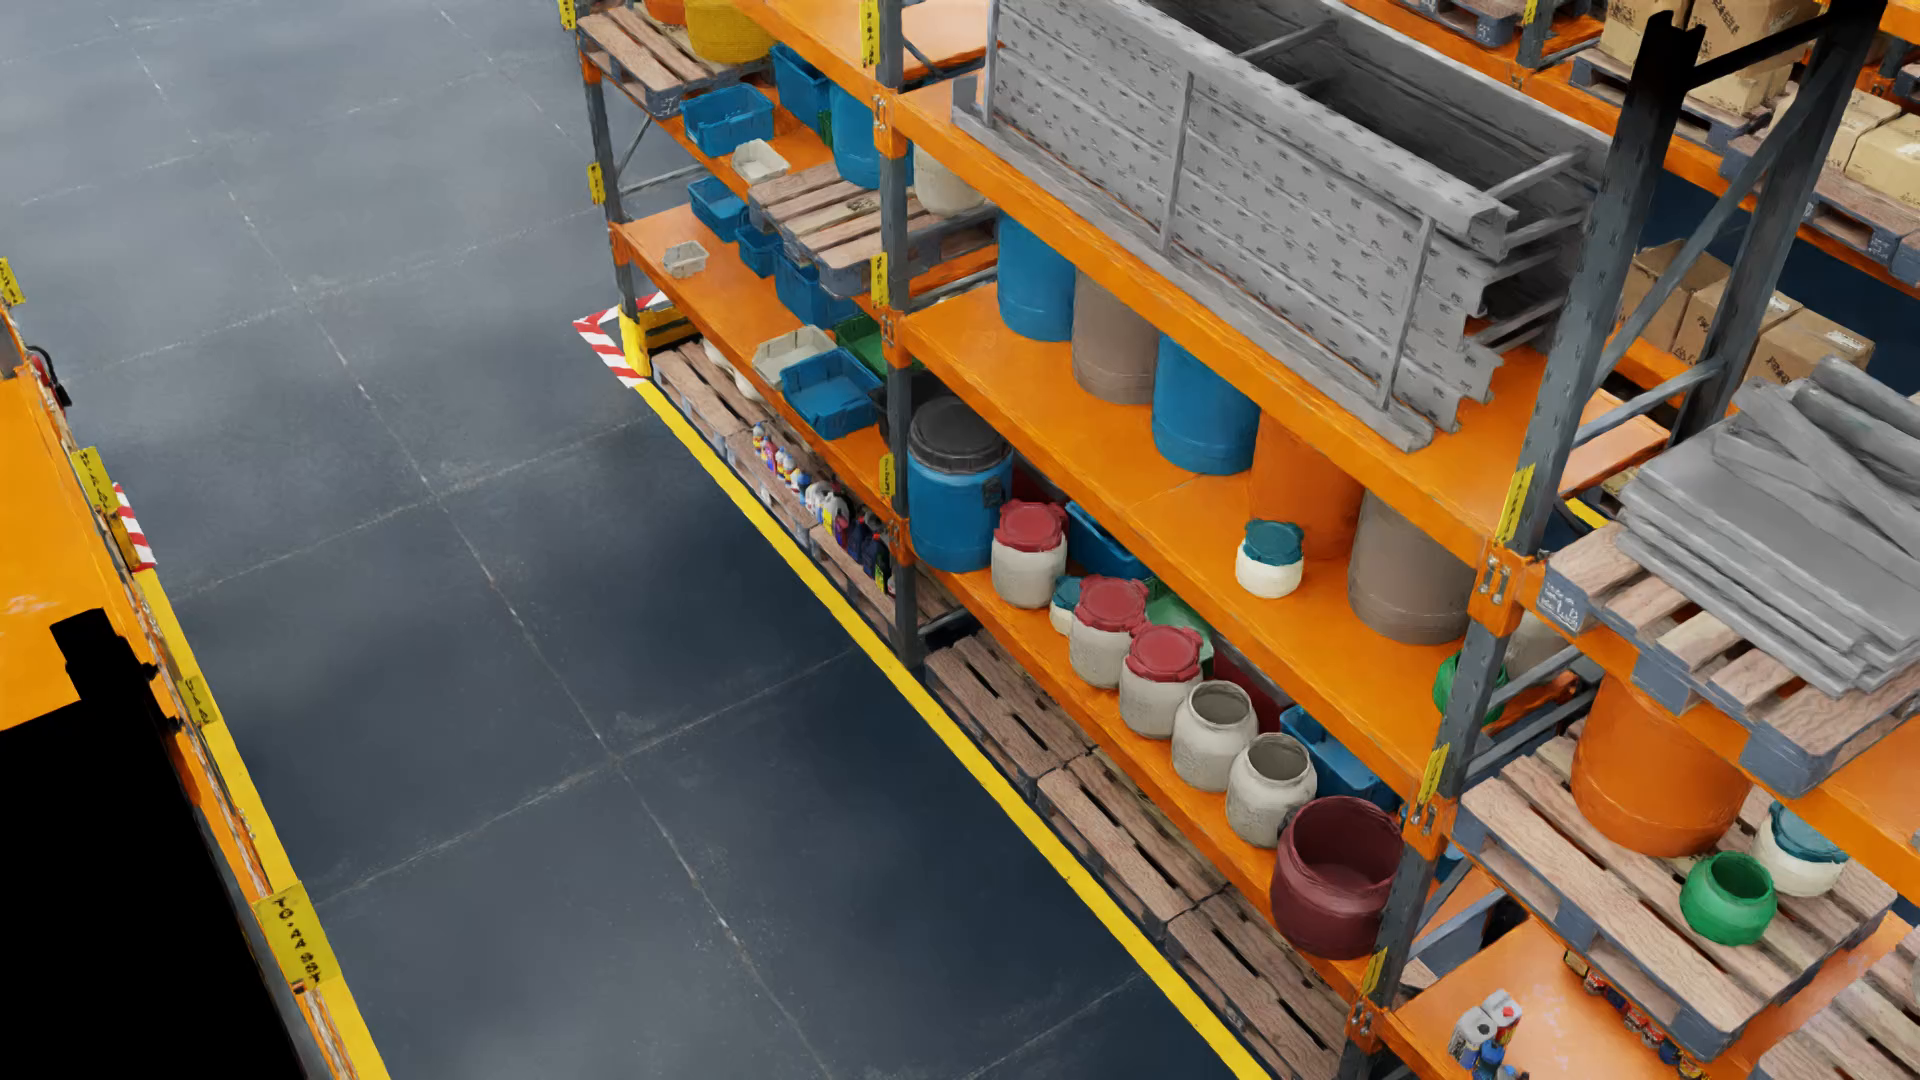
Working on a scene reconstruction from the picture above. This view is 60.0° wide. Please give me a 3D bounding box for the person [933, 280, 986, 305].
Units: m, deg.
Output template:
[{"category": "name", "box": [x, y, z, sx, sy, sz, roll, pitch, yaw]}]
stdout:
[{"category": "person", "box": [-0.014, -2.474, 13.113, 0.638, 1.785, 0.512, 18, 46, 19]}]
